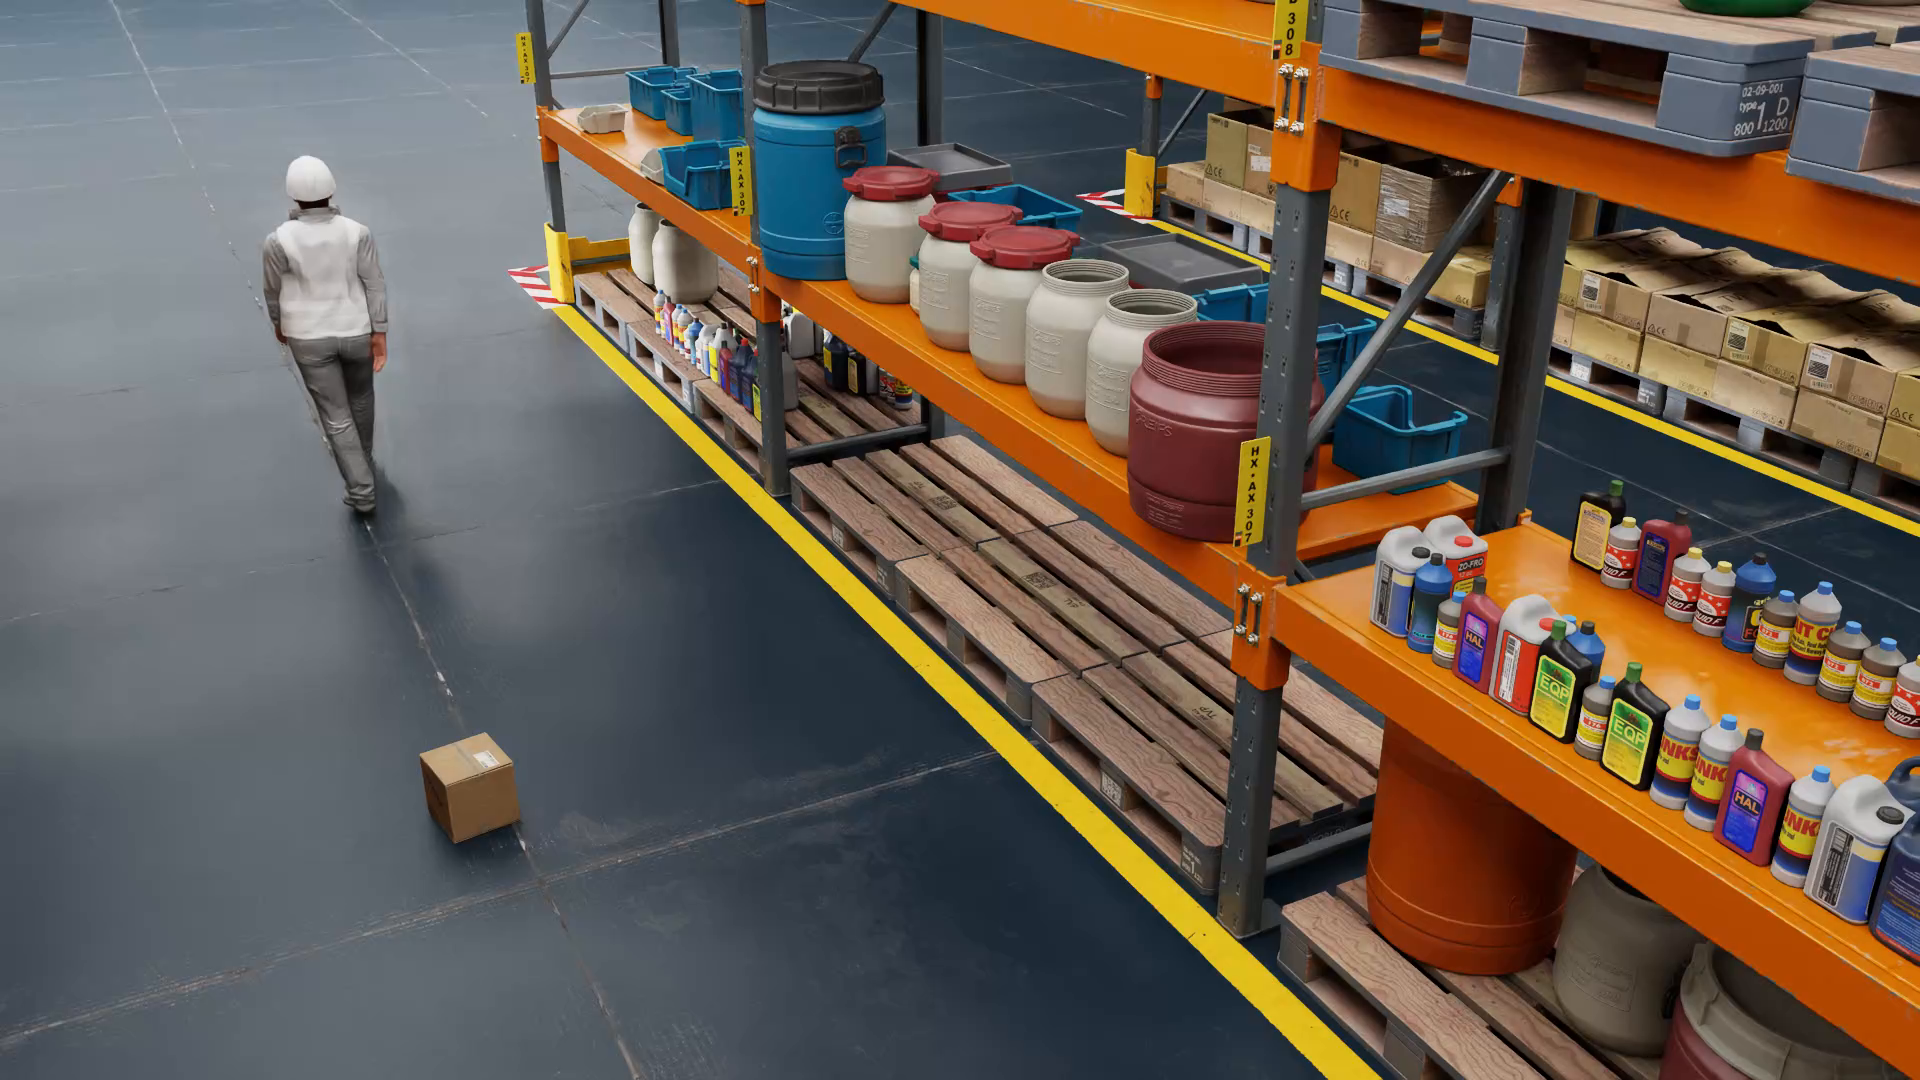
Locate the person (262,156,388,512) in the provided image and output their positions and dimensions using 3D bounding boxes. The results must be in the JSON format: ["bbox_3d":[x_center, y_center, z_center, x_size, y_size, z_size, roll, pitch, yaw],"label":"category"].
[{"bbox_3d":[-3.176,-1.078,8.325,0.536,1.730,0.950,-16,30,-30],"label":"person"}]
